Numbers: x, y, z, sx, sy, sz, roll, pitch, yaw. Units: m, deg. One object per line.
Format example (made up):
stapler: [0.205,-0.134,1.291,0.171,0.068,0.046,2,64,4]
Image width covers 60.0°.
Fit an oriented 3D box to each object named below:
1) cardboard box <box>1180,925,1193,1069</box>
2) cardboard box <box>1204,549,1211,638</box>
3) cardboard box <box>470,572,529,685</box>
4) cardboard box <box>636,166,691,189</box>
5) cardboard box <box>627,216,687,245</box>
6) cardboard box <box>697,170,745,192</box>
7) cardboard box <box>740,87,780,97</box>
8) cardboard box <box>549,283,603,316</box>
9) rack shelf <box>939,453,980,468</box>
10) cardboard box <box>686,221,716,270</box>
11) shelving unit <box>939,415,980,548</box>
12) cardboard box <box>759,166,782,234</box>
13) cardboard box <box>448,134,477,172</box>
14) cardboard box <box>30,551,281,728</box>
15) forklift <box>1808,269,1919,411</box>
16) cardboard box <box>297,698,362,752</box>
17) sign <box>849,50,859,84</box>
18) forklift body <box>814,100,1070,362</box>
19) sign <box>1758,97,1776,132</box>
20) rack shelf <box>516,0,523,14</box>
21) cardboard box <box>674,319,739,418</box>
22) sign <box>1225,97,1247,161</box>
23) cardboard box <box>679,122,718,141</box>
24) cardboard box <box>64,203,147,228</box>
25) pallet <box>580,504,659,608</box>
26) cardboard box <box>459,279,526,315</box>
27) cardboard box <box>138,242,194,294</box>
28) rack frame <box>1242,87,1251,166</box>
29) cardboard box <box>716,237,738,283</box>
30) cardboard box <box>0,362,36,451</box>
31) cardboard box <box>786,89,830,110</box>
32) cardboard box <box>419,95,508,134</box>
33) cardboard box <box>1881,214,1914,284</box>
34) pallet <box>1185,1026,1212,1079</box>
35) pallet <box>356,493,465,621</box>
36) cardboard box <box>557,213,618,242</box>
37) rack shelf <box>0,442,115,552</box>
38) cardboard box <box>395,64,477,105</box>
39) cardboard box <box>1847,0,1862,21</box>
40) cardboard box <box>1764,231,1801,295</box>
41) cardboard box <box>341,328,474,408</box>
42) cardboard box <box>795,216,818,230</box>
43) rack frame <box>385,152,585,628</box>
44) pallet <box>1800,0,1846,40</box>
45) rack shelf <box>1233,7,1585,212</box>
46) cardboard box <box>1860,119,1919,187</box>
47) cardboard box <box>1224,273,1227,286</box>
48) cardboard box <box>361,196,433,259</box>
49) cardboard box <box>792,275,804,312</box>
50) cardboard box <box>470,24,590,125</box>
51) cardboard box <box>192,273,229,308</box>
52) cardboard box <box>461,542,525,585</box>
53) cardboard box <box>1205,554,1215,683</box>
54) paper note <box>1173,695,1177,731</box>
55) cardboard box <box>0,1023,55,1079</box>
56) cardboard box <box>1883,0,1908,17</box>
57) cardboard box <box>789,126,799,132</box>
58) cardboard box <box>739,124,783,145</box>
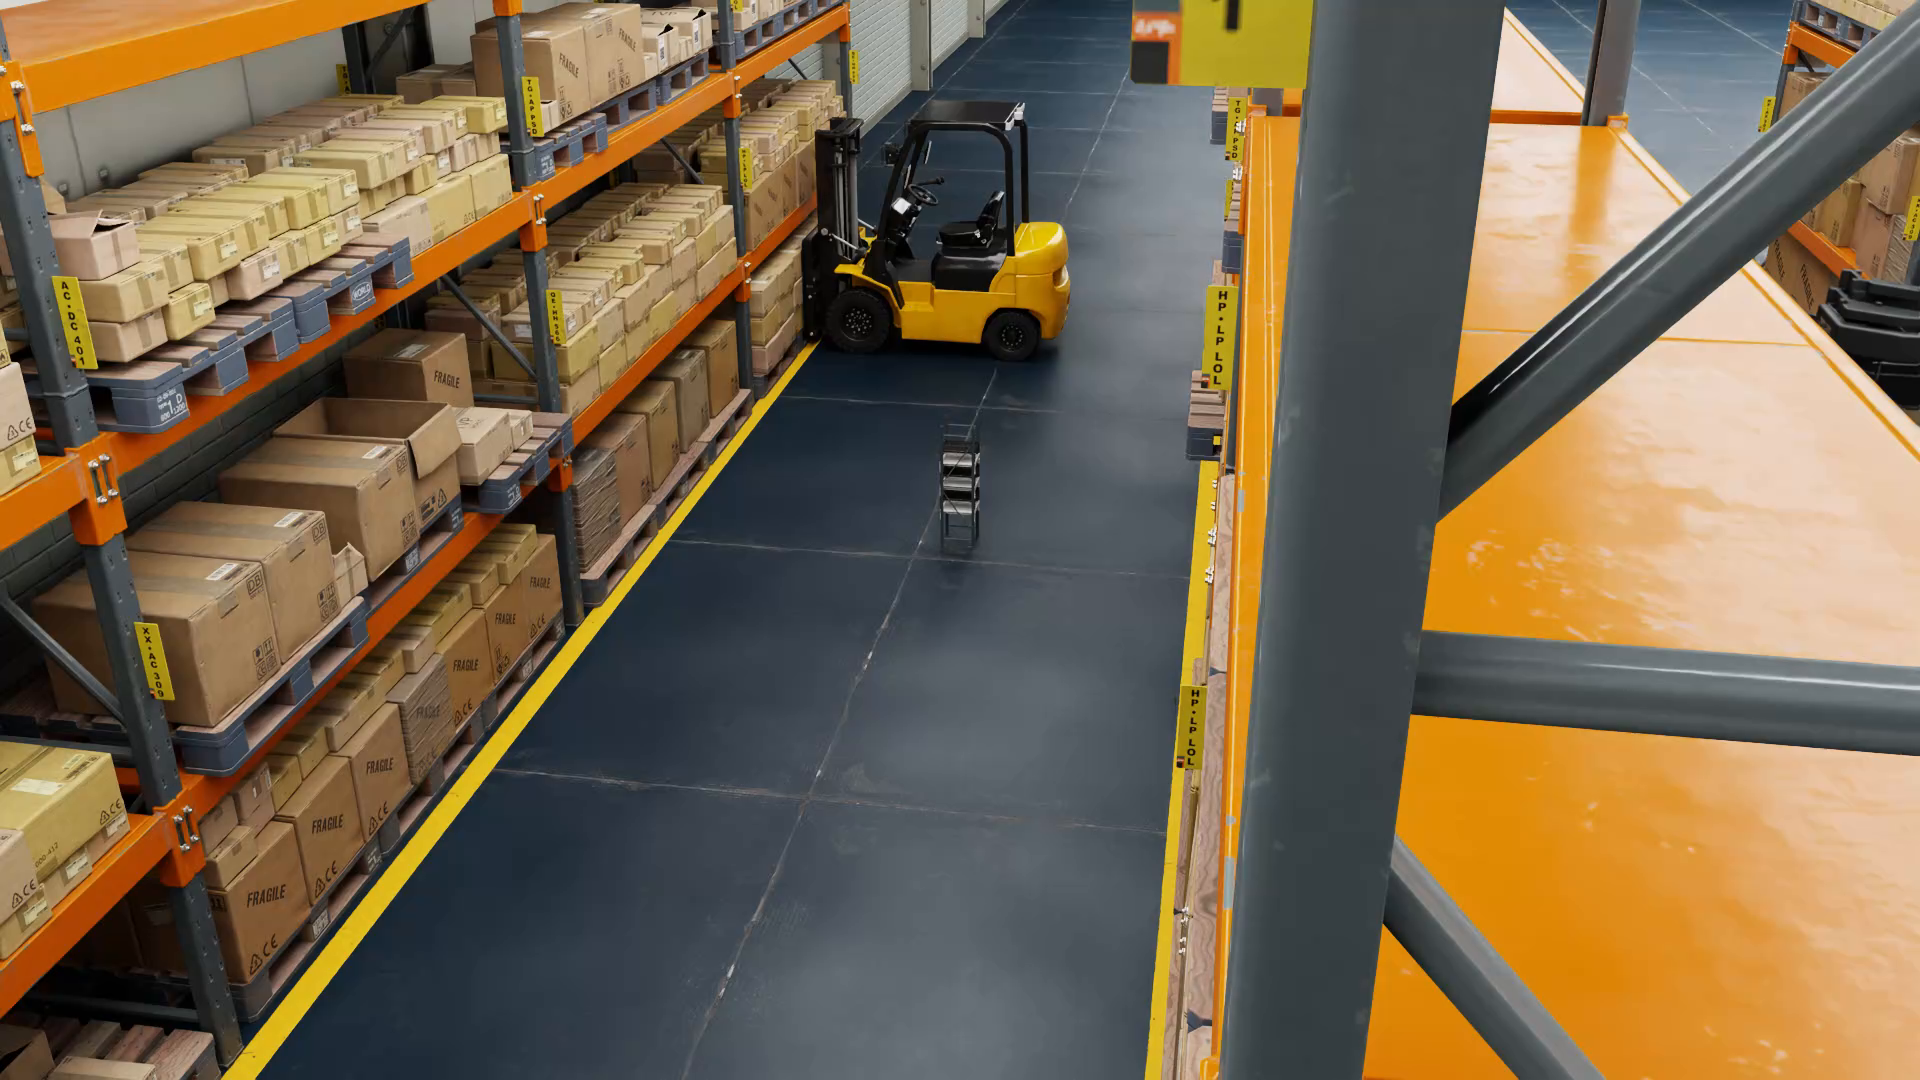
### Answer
cardboard box: [0.827,1.266,4.253,0.500,0.500,0.500,4,25,10]
cardboard box: [1.786,0.540,9.113,0.875,0.875,0.875,4,25,8]
cardboard box: [-2.866,0.485,9.673,0.500,0.500,0.500,4,25,8]
cardboard box: [-2.464,-3.022,13.828,0.380,0.149,0.250,4,25,8]
cardboard box: [-2.233,-2.279,12.241,0.380,0.149,0.250,3,25,7]
cardboard box: [-1.952,-2.984,13.749,0.380,0.149,0.250,4,25,8]
cardboard box: [-1.980,-4.333,16.279,0.380,0.149,0.250,4,25,10]
cardboard box: [-2.515,-1.530,10.642,0.380,0.149,0.250,5,25,10]
rack shelf: [-0.001,-0.537,11.534,0.258,0.077,0.200,4,25,9]
cardboard box: [-2.168,-2.250,12.650,0.500,0.250,0.500,3,25,7]
shelving unit: [-0.001,-0.404,11.596,0.258,0.900,0.210,4,25,9]
cardboard box: [-1.864,-2.962,14.466,0.500,0.500,0.500,4,25,9]
cardboard box: [-2.799,-2.057,8.818,0.380,0.149,0.250,3,25,7]
cardboard box: [-3.271,0.393,6.802,0.700,0.500,0.500,5,25,10]
forklift: [4.405,0.002,8.333,1.130,2.935,3.031,5,26,11]
cardboard box: [-3.141,0.885,8.053,0.380,0.149,0.250,4,25,8]
sign: [-1.076,-4.792,16.847,0.100,0.325,0.005,4,25,9]
forklift body: [-0.119,-2.899,15.451,2.313,2.155,1.214,4,25,9]
sign: [7.642,-4.029,15.749,0.100,0.325,0.005,4,25,9]
rack shelf: [-2.590,-3.904,10.840,1.077,0.370,4.000,4,25,9]
cardboard box: [-2.337,-1.426,13.608,0.875,0.625,0.625,5,26,11]
sign: [1.446,-2.146,8.693,0.100,0.325,0.005,4,25,9]
cardboard box: [-2.356,-3.588,14.688,0.380,0.149,0.250,4,25,8]
cardboard box: [-3.533,-1.256,6.732,0.380,0.149,0.250,5,25,10]
pallet: [-2.744,0.064,11.409,1.003,0.211,1.213,4,25,9]
cardboard box: [-3.028,-1.568,10.722,0.380,0.149,0.250,4,25,8]
cardboard box: [-3.116,-1.010,6.208,0.380,0.149,0.250,4,25,9]
rack frame: [1.981,-3.232,8.084,1.000,3.000,0.127,4,25,9]
cardboard box: [-2.087,-2.233,13.204,0.500,0.250,0.500,5,25,10]
cardboard box: [-3.402,-0.391,5.378,0.500,0.250,0.500,4,25,9]
cardboard box: [-1.486,-4.296,16.200,0.380,0.149,0.250,5,25,10]
cardboard box: [-2.681,-2.299,8.985,0.380,0.149,0.250,5,26,10]
cardboard box: [7.583,-2.110,12.588,0.875,0.550,0.550,4,25,9]
pallet: [0.784,1.201,2.255,1.003,0.211,1.213,4,25,9]
pallet: [-3.230,0.043,8.390,1.003,0.211,1.213,4,25,9]
cardboard box: [-2.756,-2.314,12.316,0.380,0.149,0.250,4,25,8]
rack shelf: [-3.897,0.619,4.243,1.077,0.370,4.000,4,25,9]
cardboard box: [-3.051,-2.704,10.059,0.500,0.250,0.500,4,25,9]
cardboard box: [7.610,-4.391,13.783,0.380,0.149,0.250,4,25,8]
cardboard box: [8.143,-2.500,15.608,0.875,0.875,0.875,4,25,9]
cardboard box: [-3.155,-0.888,9.541,0.500,0.500,0.500,5,26,11]
cardboard box: [-1.527,-2.961,16.151,0.500,0.250,0.500,4,25,9]
rack frame: [-2.917,-0.857,10.088,1.000,3.000,0.127,4,25,9]
pallet: [8.077,-4.568,14.580,1.003,0.211,1.213,4,25,9]
rack shelf: [1.654,-1.889,6.535,1.077,0.370,4.000,4,25,9]
cardboard box: [7.828,-3.051,13.323,0.875,0.550,0.550,4,25,9]
cardboard box: [1.936,-1.523,10.545,0.500,0.500,0.500,2,25,5]
cardboard box: [-2.924,-1.497,8.093,0.500,0.250,0.500,4,25,9]
cardboard box: [-1.706,-2.303,15.334,0.500,0.250,0.500,4,25,8]
cardboard box: [-2.558,-2.783,9.932,0.500,0.500,0.500,4,25,9]
cardboard box: [-3.108,-0.981,6.496,0.380,0.149,0.250,4,25,9]
cardboard box: [-2.762,0.131,9.664,0.380,0.149,0.250,3,25,6]
cardboard box: [1.230,0.239,6.449,0.500,0.500,0.500,5,25,10]
paper note: [0.442,0.362,3.445,0.006,0.032,0.123,4,25,9]
cardboard box: [-3.912,2.103,6.439,0.500,0.311,0.500,5,26,10]
cardboard box: [7.528,-4.192,12.887,0.500,0.250,0.500,4,25,8]
cardboard box: [-1.705,-3.742,15.366,0.380,0.149,0.250,4,25,8]
cardboard box: [-1.773,-3.551,14.608,0.380,0.149,0.250,4,25,8]
